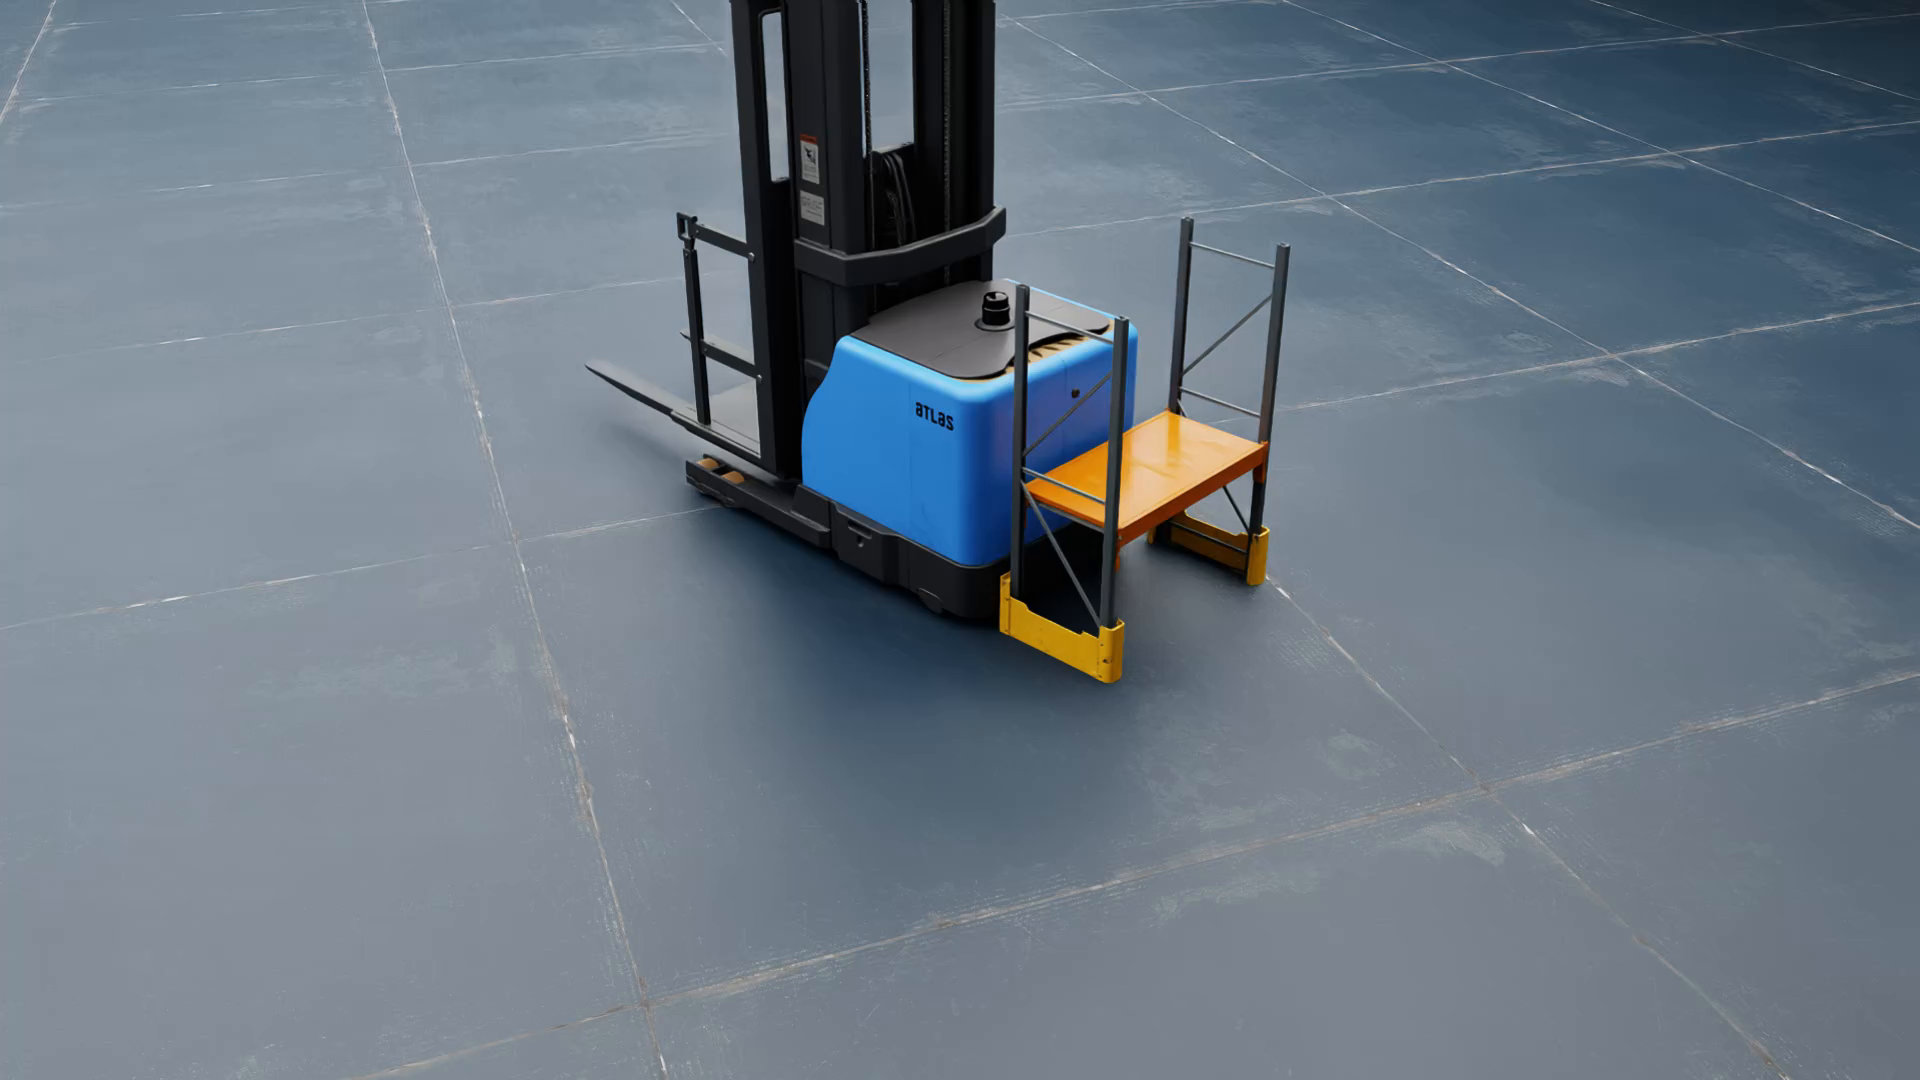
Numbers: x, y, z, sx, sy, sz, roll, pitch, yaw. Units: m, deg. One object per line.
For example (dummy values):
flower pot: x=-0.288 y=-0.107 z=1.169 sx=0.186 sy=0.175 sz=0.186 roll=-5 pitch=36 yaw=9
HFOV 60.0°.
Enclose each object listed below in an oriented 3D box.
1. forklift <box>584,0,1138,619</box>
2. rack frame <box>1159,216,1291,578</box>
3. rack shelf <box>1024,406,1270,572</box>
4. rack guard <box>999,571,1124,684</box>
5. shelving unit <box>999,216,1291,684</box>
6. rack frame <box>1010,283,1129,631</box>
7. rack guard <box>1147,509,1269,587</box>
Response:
forklift: x=-0.643 y=-1.583 z=7.277 sx=1.130 sy=2.935 sz=3.031 roll=-26 pitch=39 yaw=-38
rack frame: x=1.086 y=-0.569 z=6.942 sx=0.500 sy=1.500 sz=0.032 roll=25 pitch=38 yaw=36
rack shelf: x=0.741 y=-0.228 z=6.707 sx=0.538 sy=0.185 sz=1.000 roll=25 pitch=38 yaw=36
rack guard: x=0.397 y=0.343 z=6.603 sx=0.587 sy=0.250 sz=0.087 roll=25 pitch=38 yaw=36
shelving unit: x=0.735 y=-0.381 z=6.612 sx=0.587 sy=1.500 sz=1.083 roll=25 pitch=38 yaw=36
rack frame: x=0.396 y=-0.199 z=6.293 sx=0.500 sy=1.500 sz=0.032 roll=25 pitch=38 yaw=36
rack guard: x=1.073 y=-0.019 z=7.239 sx=0.587 sy=0.250 sz=0.087 roll=25 pitch=38 yaw=36
